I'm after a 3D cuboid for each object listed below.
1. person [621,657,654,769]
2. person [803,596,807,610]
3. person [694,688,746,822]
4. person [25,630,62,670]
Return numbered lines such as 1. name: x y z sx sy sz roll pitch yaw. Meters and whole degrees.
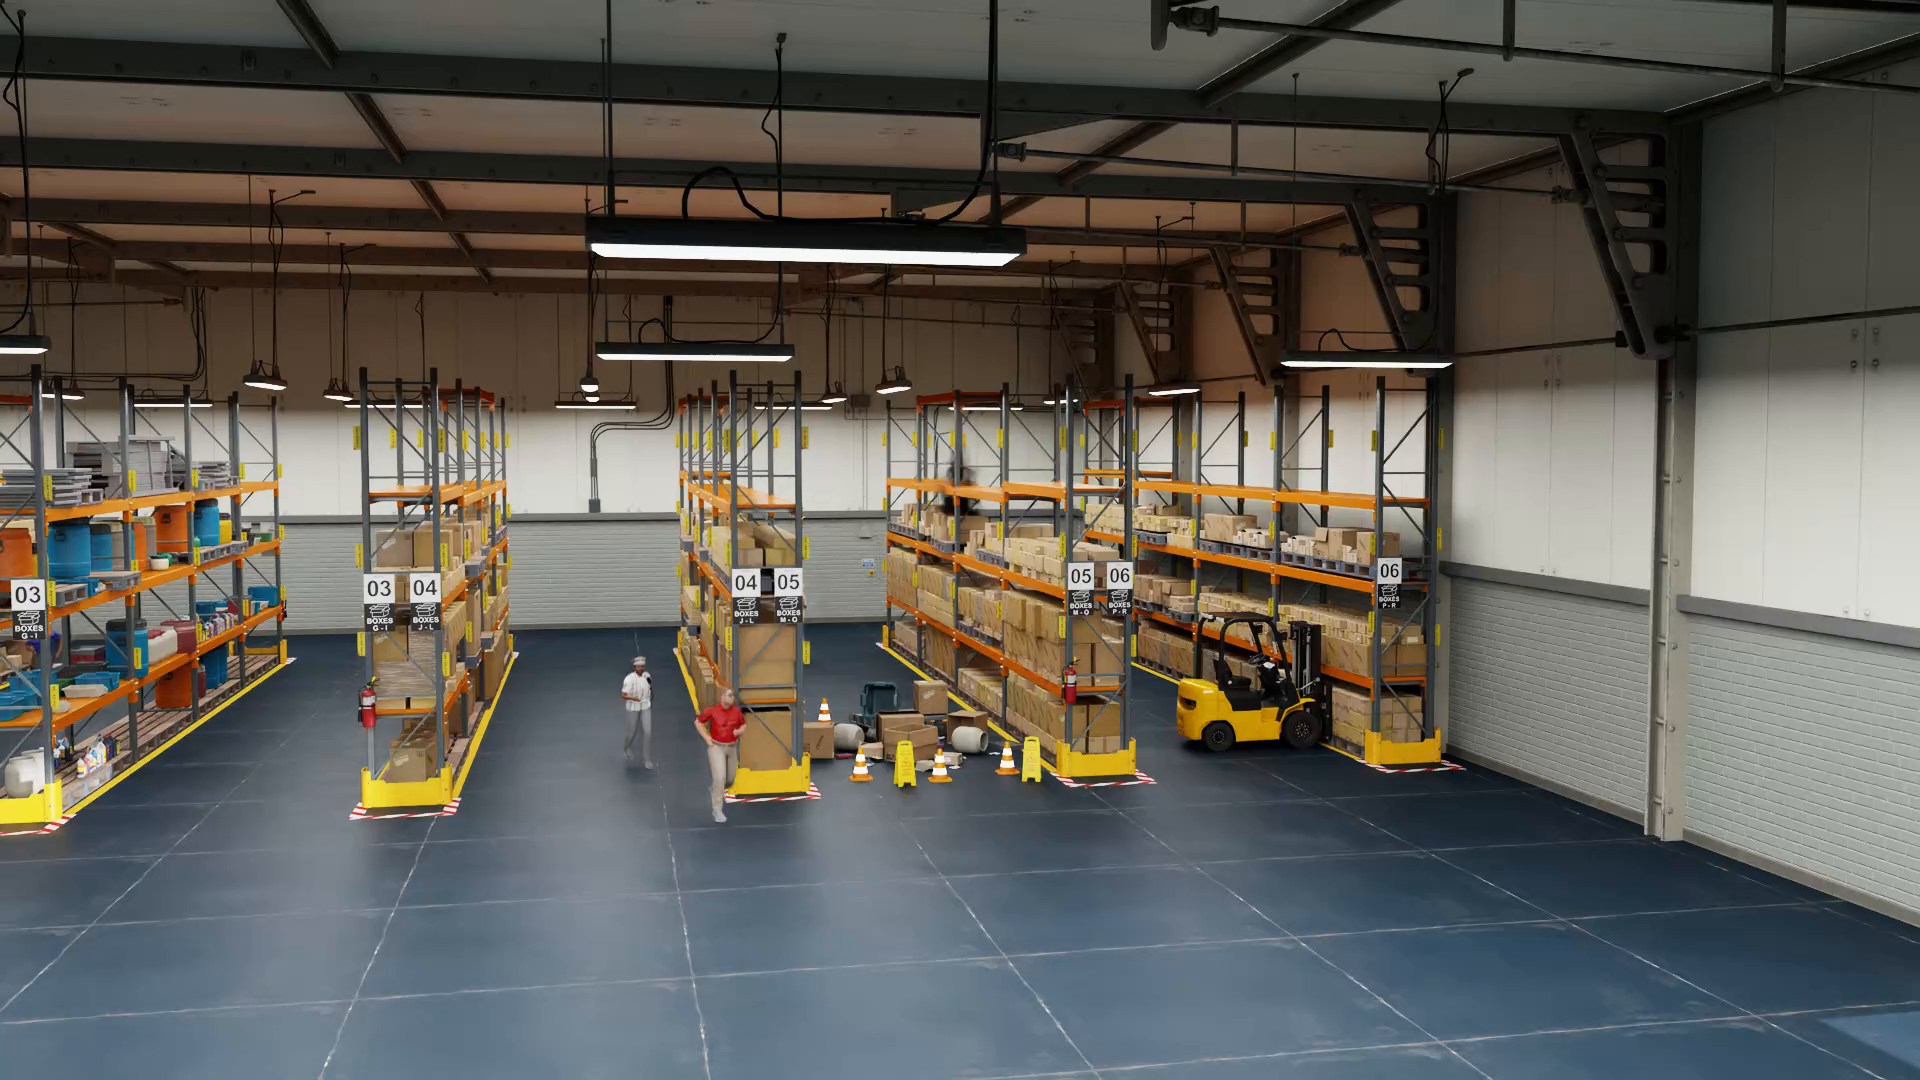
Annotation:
1. person: -4.985 2.632 25.699 0.552 1.710 0.895 -2 4 -30
2. person: -3.868 1.834 38.509 0.709 1.740 0.804 -2 4 -30
3. person: -3.158 2.841 22.341 0.684 1.717 0.918 -3 4 -39
4. person: -17.431 2.321 31.614 0.590 1.682 0.686 -1 4 -16
